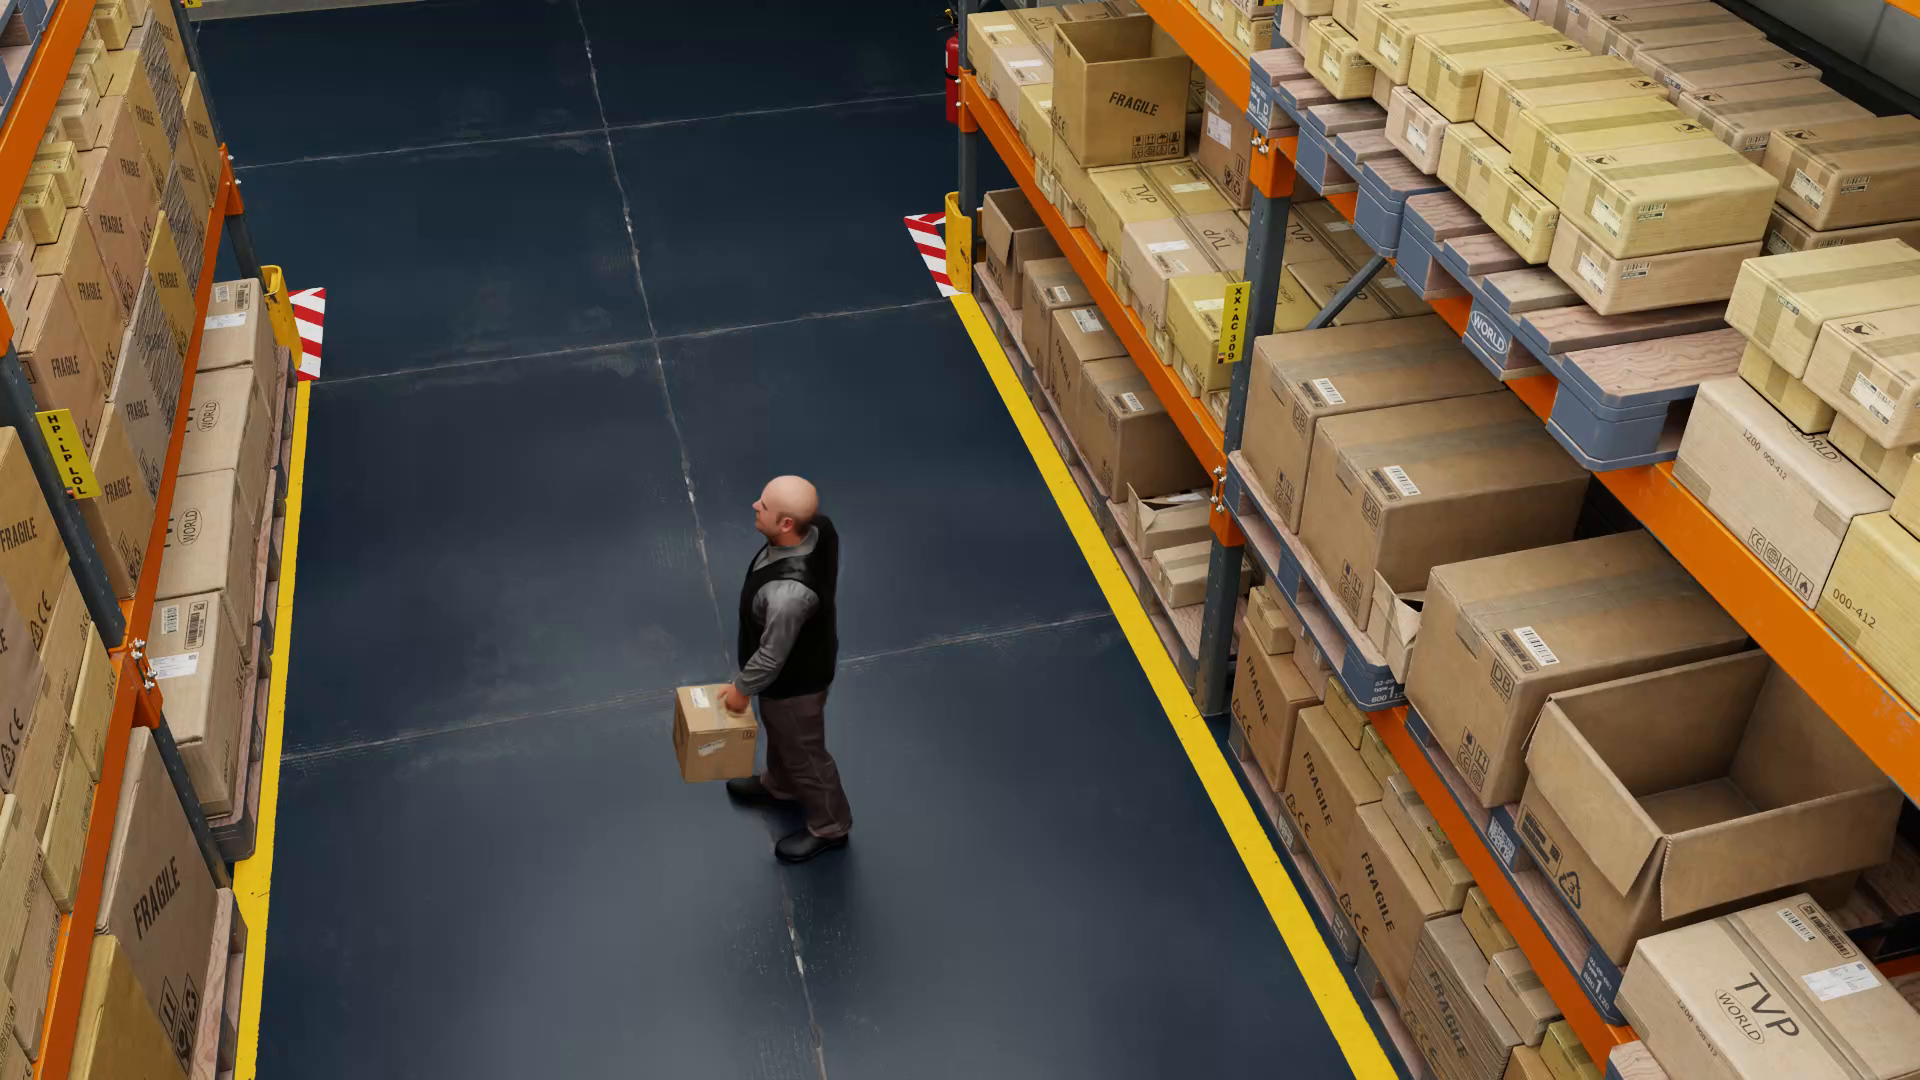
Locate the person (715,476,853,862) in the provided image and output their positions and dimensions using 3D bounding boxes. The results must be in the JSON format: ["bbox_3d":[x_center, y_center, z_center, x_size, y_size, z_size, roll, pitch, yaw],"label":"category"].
[{"bbox_3d":[-0.692,0.474,6.125,0.545,1.725,0.560,2,38,2],"label":"person"}]
